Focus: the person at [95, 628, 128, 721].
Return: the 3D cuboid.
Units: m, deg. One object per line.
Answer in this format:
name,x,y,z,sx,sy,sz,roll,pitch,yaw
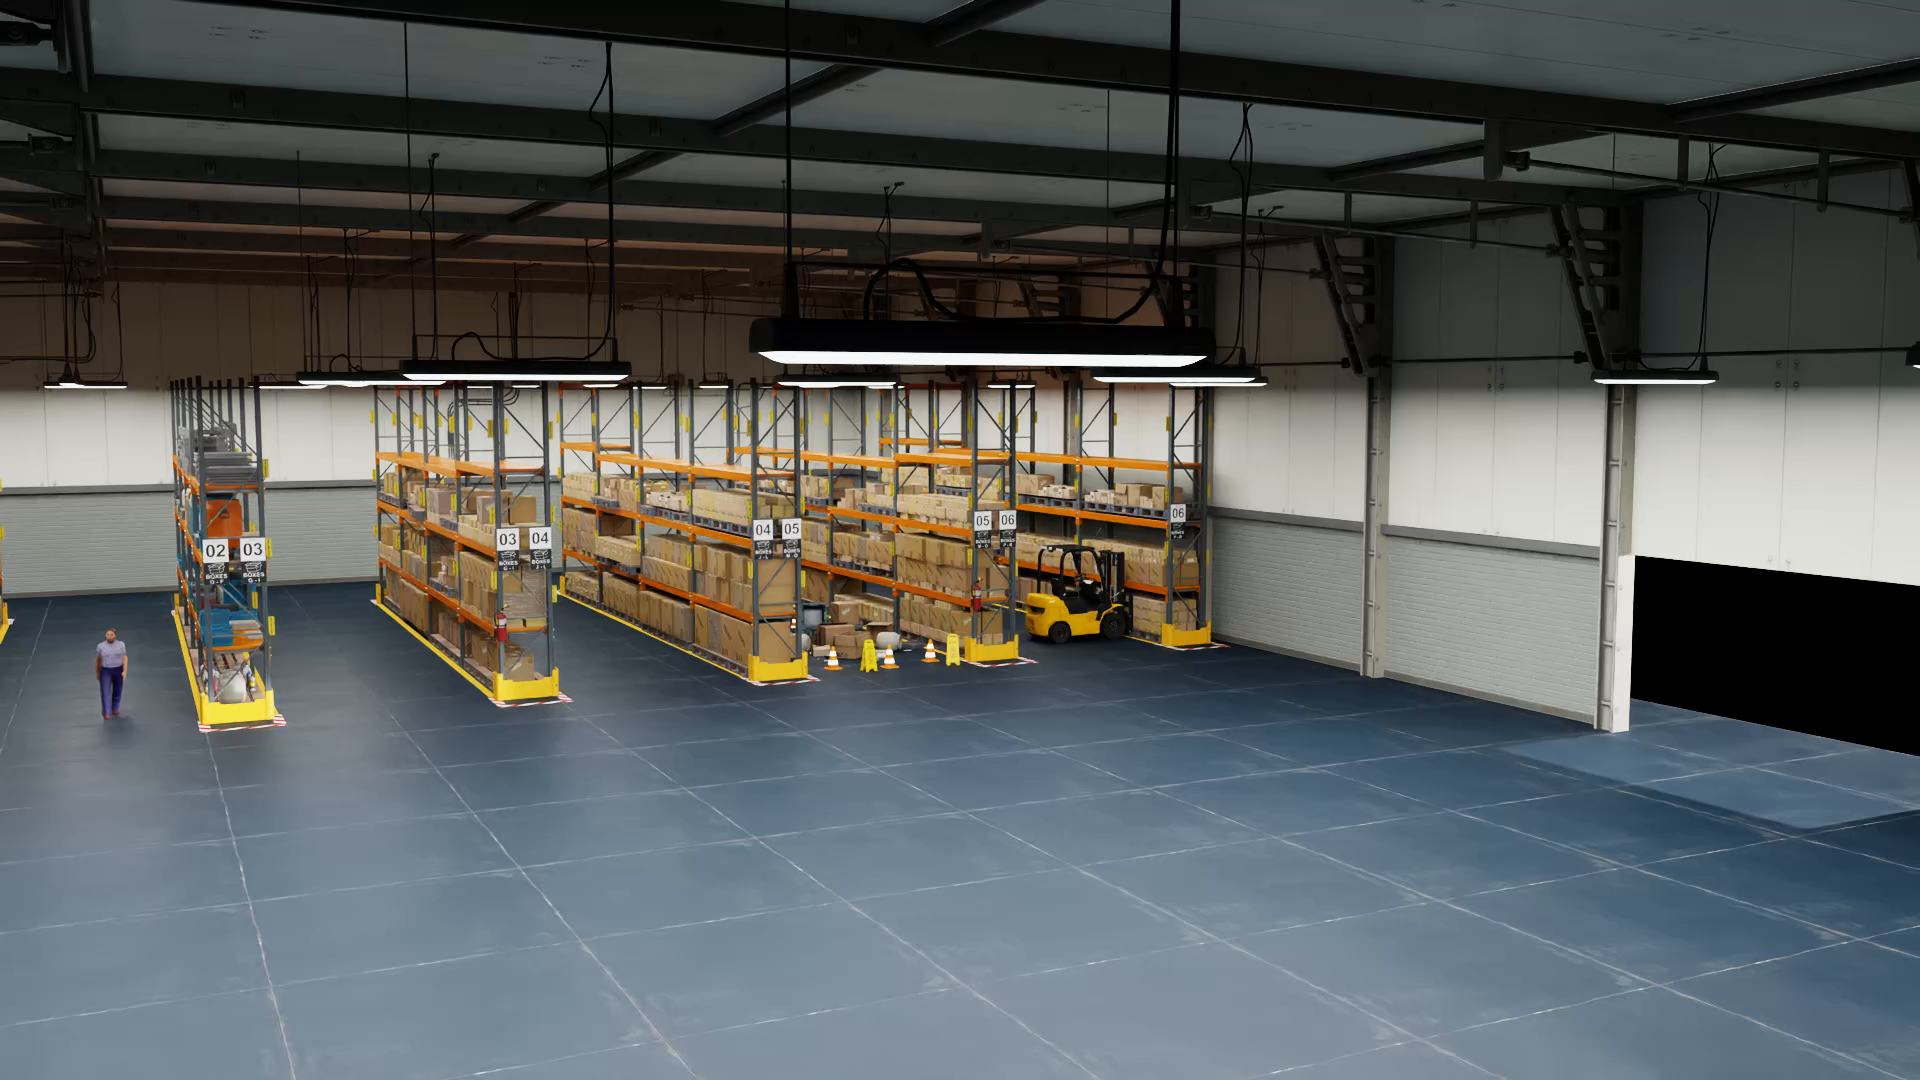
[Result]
person,-14.794,2.325,29.025,0.504,1.590,1.005,-4,6,-38
